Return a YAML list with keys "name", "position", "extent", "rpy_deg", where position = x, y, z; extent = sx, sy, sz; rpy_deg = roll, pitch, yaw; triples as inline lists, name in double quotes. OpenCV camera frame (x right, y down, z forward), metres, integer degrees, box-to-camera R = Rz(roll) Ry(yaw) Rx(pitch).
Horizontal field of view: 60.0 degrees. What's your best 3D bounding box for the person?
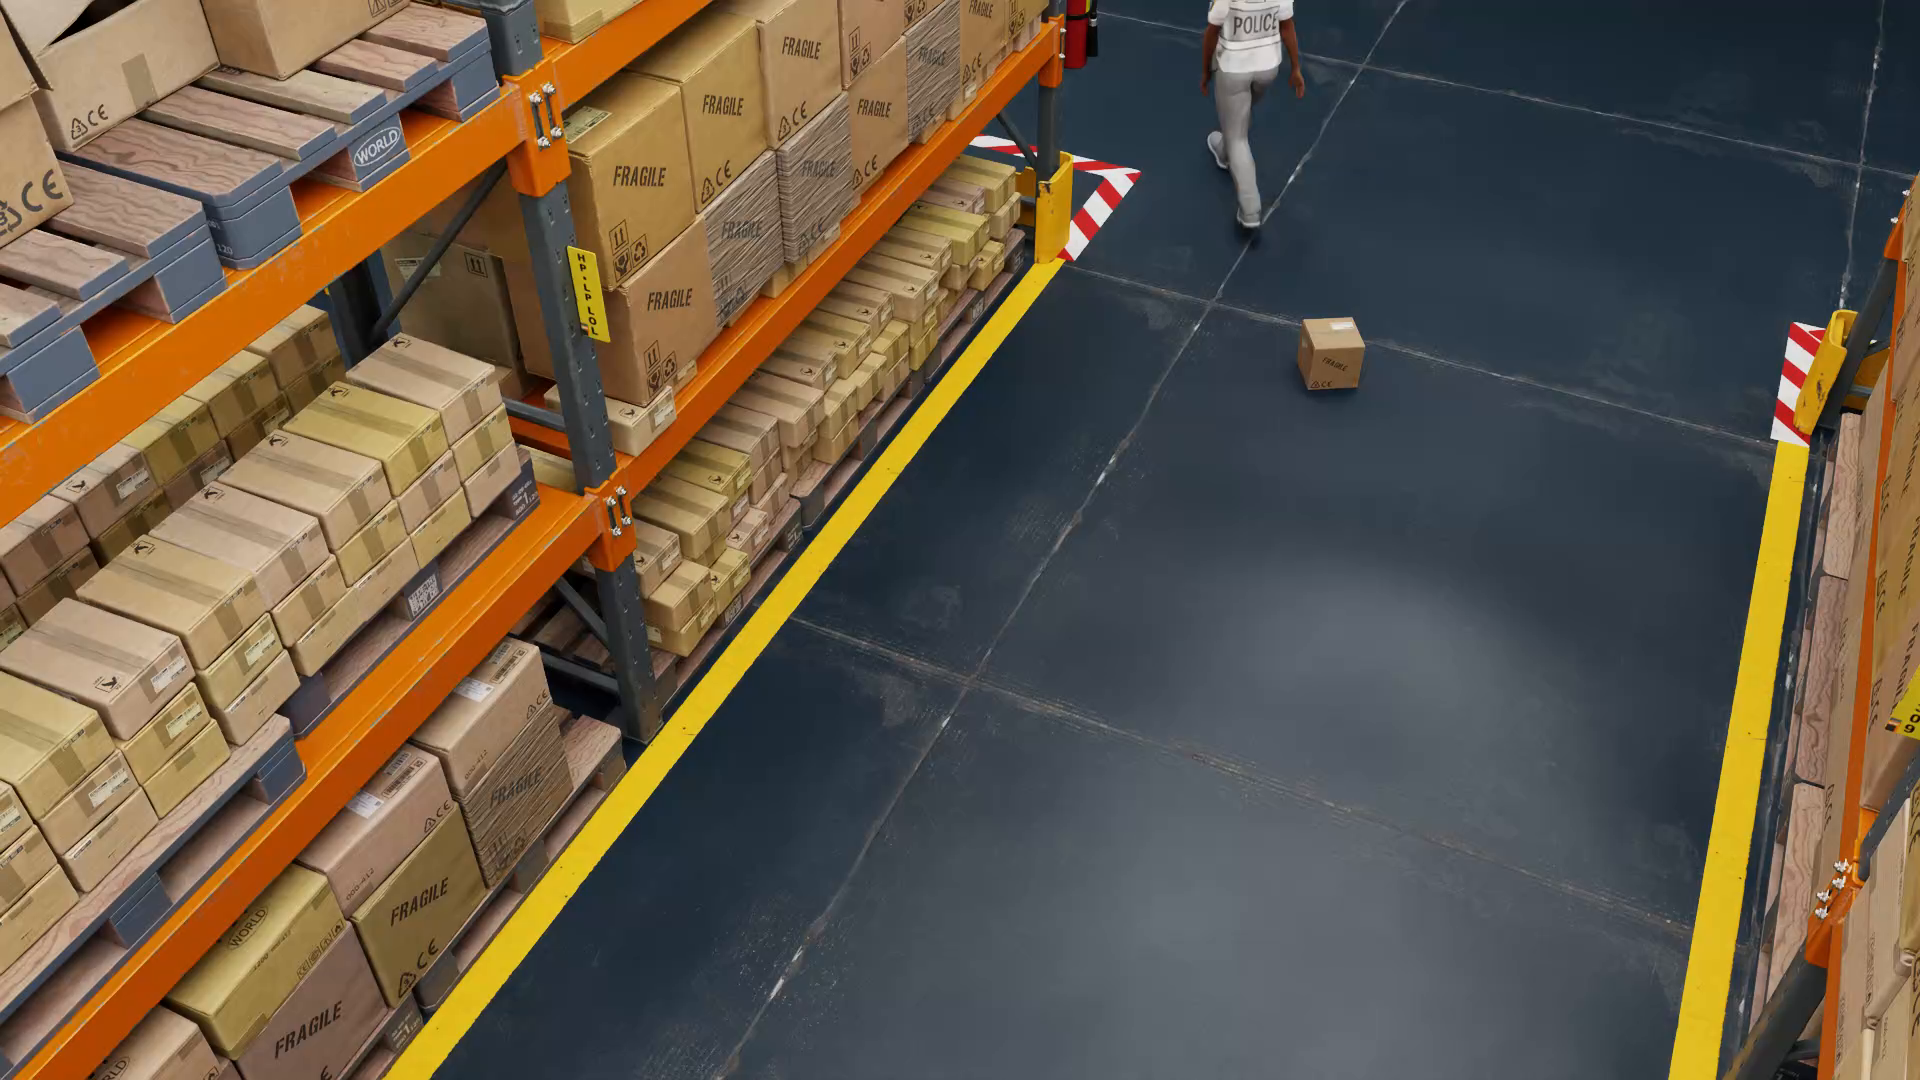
- name: "person"
  position: [1.561, -2.590, 9.038]
  extent: [0.543, 1.595, 1.063]
  rpy_deg: [-13, 44, -14]
